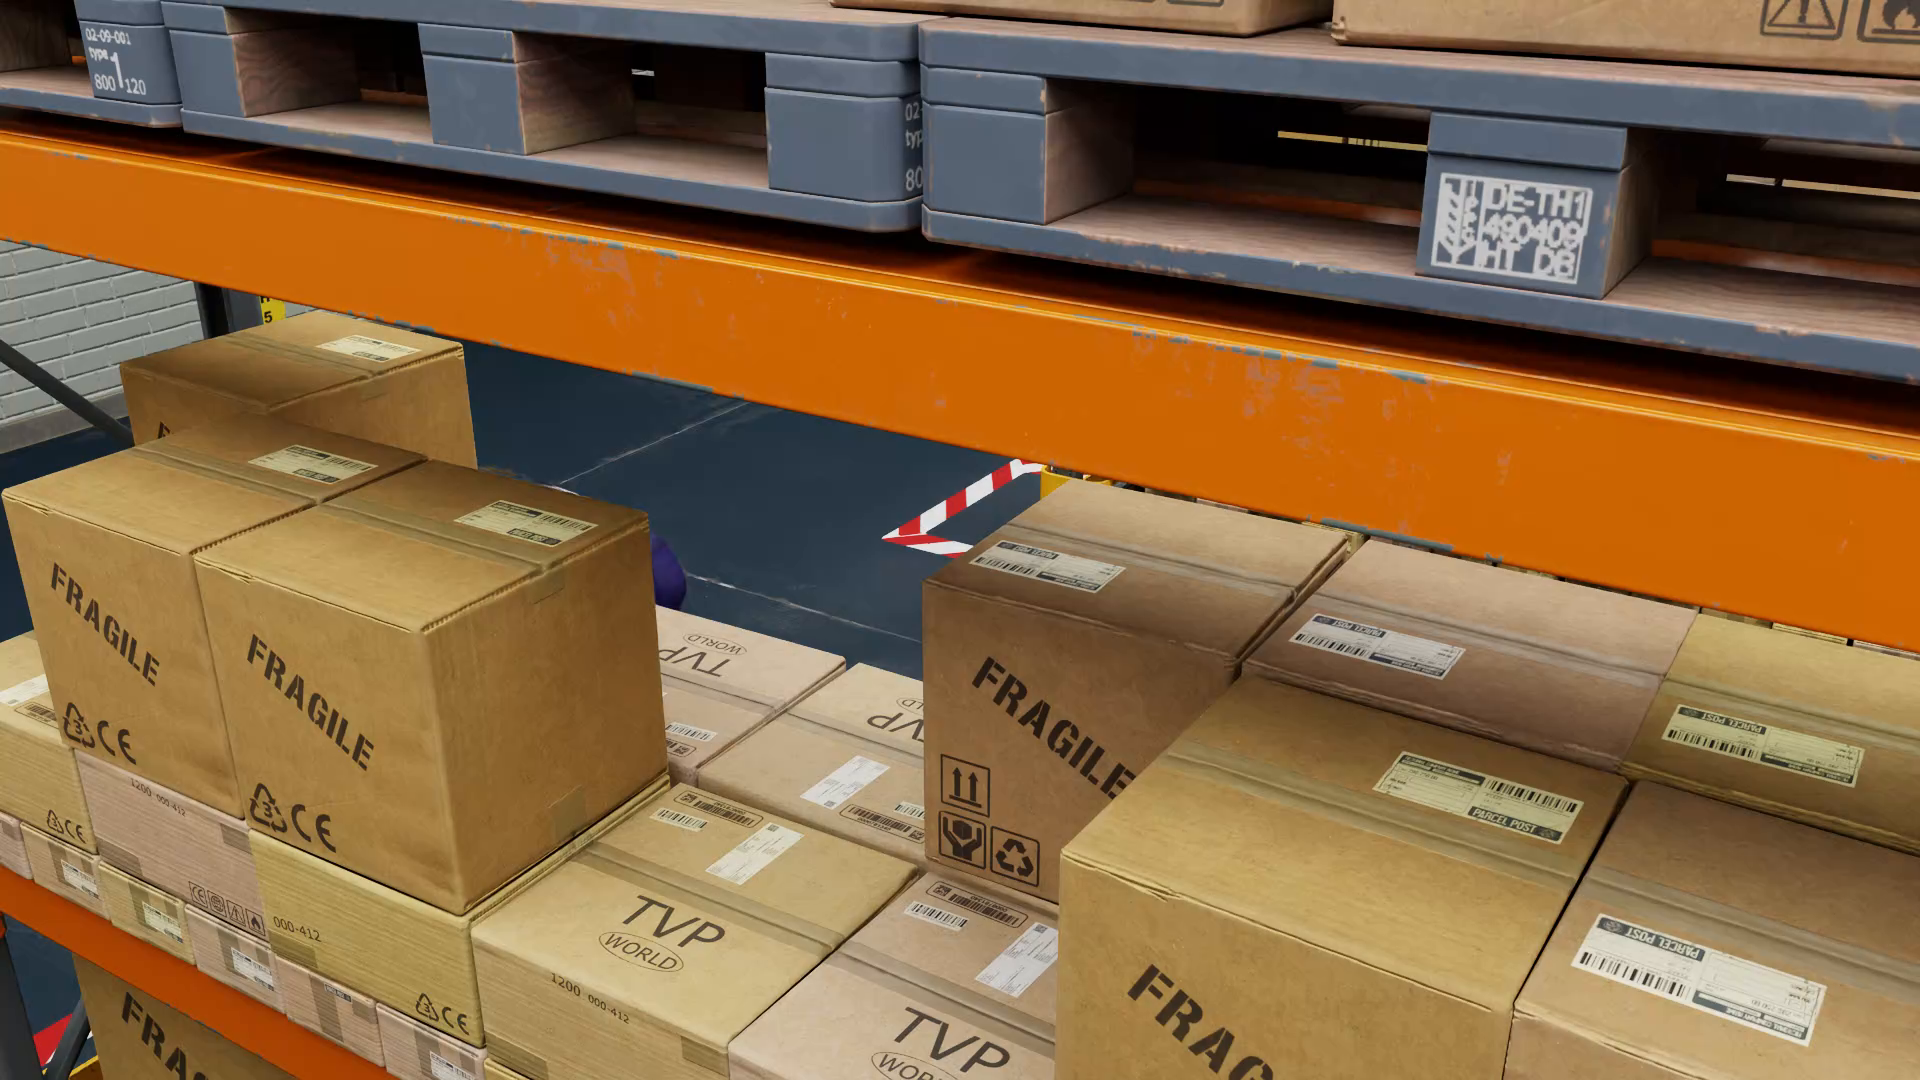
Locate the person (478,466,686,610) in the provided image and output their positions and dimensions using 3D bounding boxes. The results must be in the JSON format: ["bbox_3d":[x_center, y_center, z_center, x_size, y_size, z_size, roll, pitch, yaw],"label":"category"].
[{"bbox_3d":[-1.422,0.305,6.101,0.882,1.105,0.499,12,26,27],"label":"person"}]
